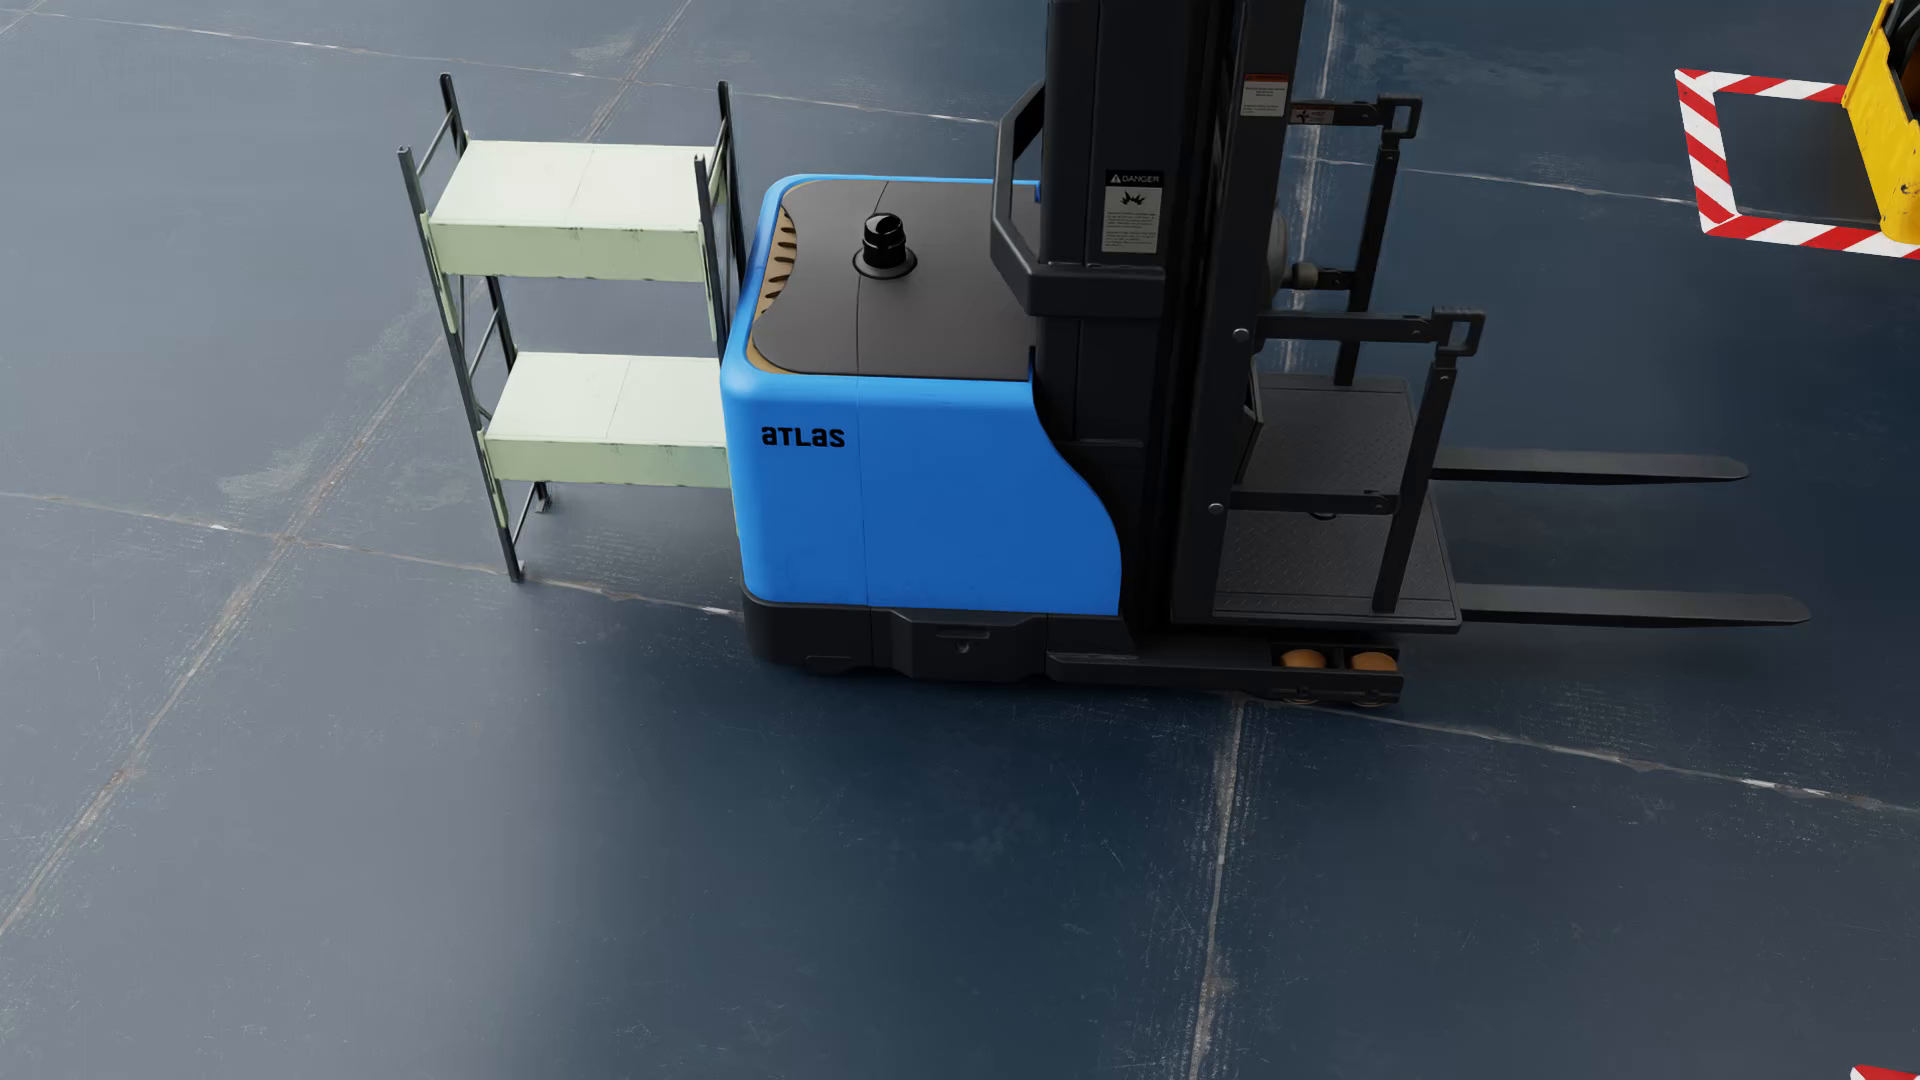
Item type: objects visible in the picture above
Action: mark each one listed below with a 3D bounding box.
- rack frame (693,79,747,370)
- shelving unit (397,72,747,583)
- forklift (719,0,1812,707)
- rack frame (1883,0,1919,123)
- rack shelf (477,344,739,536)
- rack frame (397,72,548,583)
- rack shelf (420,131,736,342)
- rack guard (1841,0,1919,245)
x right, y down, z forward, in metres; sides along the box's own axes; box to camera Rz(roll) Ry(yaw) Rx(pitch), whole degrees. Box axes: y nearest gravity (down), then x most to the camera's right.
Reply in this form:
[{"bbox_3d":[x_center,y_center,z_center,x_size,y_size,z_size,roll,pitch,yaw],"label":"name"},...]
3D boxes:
[{"bbox_3d":[-0.628,-0.521,4.710,0.023,1.500,0.400,2,44,2],"label":"rack frame"},{"bbox_3d":[-0.993,-0.535,4.724,0.755,1.500,0.431,2,44,2],"label":"shelving unit"},{"bbox_3d":[0.915,-0.960,4.134,3.031,2.935,1.130,2,44,2],"label":"forklift"},{"bbox_3d":[3.814,-2.622,5.812,0.127,3.000,1.000,9,45,9],"label":"rack frame"},{"bbox_3d":[-0.993,-0.300,4.950,0.720,0.370,0.431,2,44,2],"label":"rack shelf"},{"bbox_3d":[-1.359,-0.548,4.738,0.023,1.500,0.400,2,44,2],"label":"rack frame"},{"bbox_3d":[-0.993,-0.816,4.453,0.720,0.370,0.431,2,44,2],"label":"rack shelf"},{"bbox_3d":[3.888,-1.710,6.666,0.348,0.500,1.175,9,45,9],"label":"rack guard"}]
